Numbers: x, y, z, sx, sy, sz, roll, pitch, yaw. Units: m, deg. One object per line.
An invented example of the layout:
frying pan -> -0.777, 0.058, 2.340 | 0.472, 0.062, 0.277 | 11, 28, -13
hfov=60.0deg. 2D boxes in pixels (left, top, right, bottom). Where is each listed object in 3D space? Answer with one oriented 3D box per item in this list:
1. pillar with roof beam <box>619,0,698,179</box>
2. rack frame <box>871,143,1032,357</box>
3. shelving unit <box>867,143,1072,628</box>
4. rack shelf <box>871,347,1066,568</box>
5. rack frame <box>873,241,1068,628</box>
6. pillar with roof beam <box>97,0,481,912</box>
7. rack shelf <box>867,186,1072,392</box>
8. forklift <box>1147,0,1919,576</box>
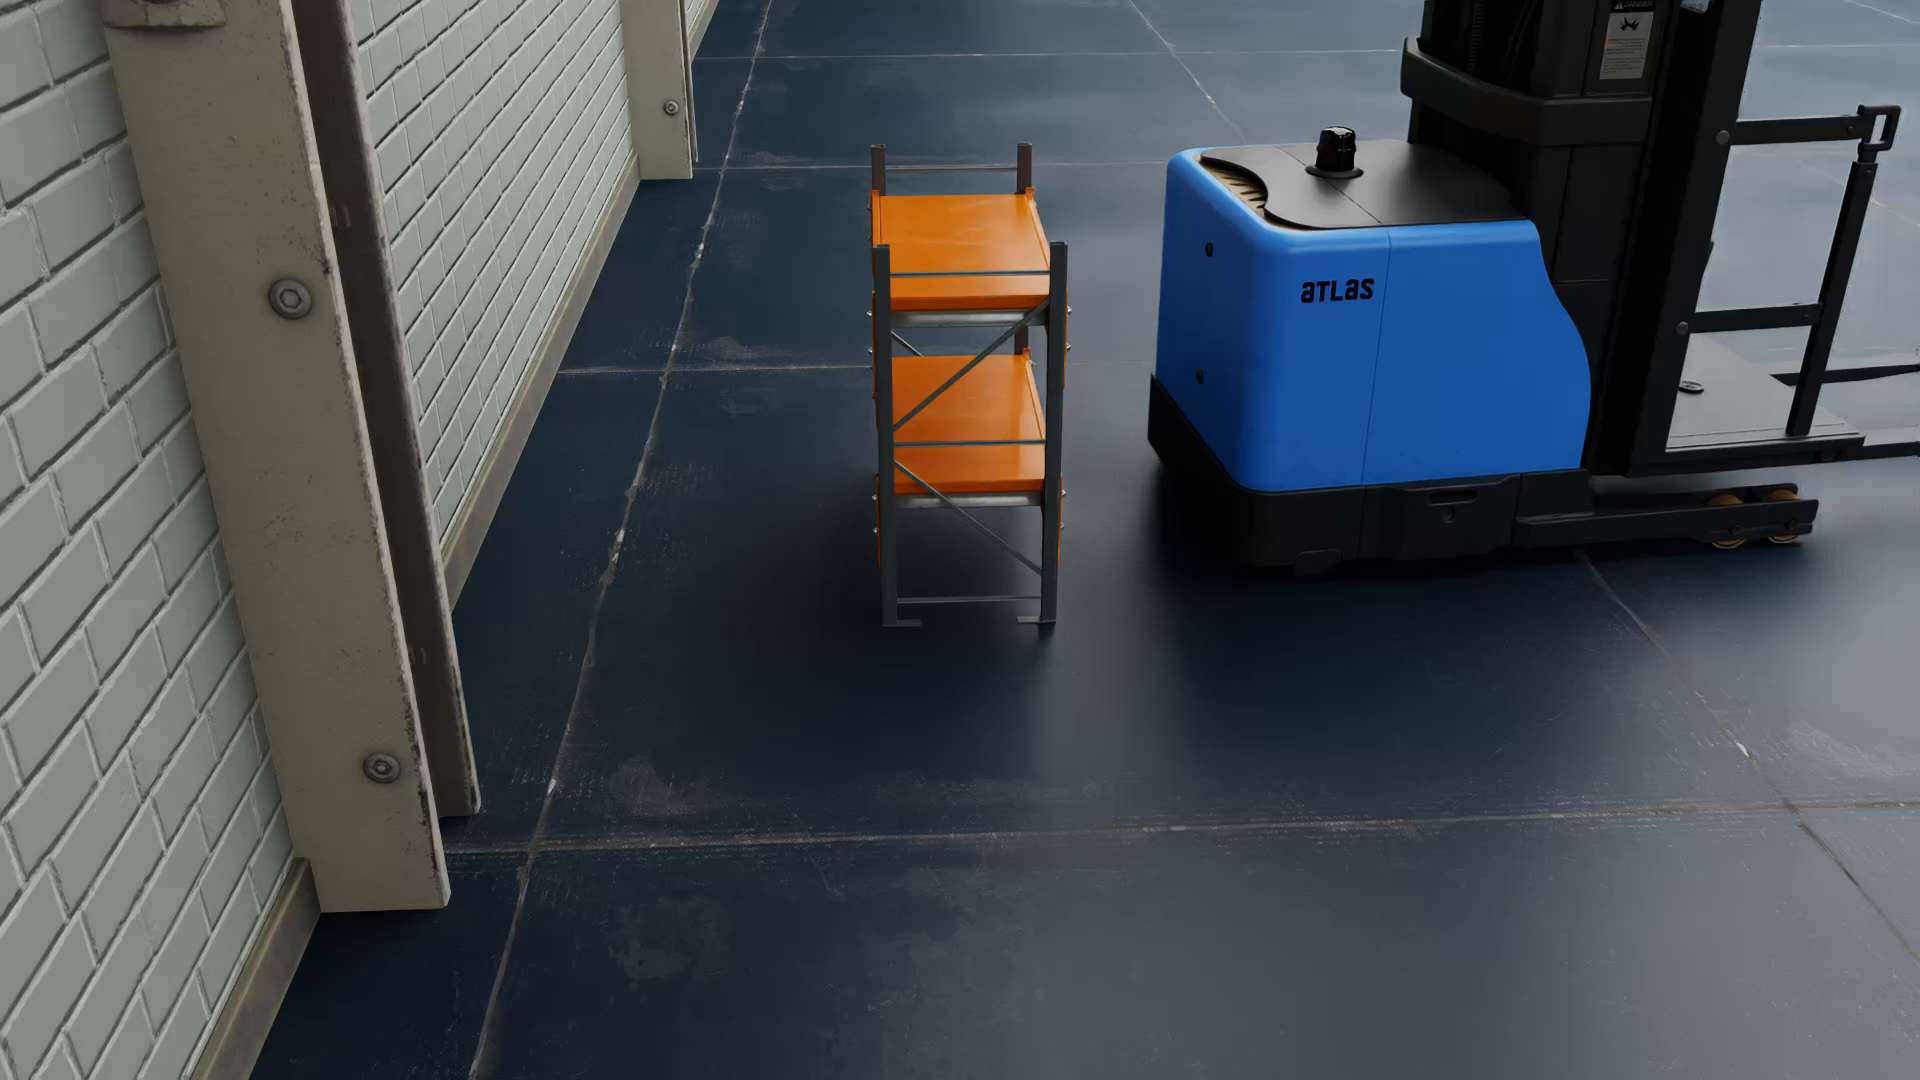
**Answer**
pillar with roof beam -> 2.681, -6.137, 7.286 | 9.100, 9.000, 0.400 | -1, 28, -3
rack frame -> -0.026, -0.730, 5.434 | 0.500, 1.125, 0.032 | -1, 28, -3
shelving unit -> 0.000, -0.496, 4.984 | 0.538, 1.125, 1.048 | -1, 28, -3
rack shelf -> 0.000, -0.279, 5.097 | 0.538, 0.278, 1.000 | -1, 28, -3
rack frame -> 0.027, -0.261, 4.534 | 0.500, 1.125, 0.032 | -1, 28, -3
pillar with roof beam -> 2.994, -3.366, 1.974 | 9.100, 9.000, 0.400 | -1, 28, -3
rack shelf -> 0.000, -0.755, 4.849 | 0.538, 0.278, 1.000 | -1, 28, -3
forklift -> 2.216, -1.508, 4.972 | 3.031, 2.935, 1.130 | -5, 28, -9
